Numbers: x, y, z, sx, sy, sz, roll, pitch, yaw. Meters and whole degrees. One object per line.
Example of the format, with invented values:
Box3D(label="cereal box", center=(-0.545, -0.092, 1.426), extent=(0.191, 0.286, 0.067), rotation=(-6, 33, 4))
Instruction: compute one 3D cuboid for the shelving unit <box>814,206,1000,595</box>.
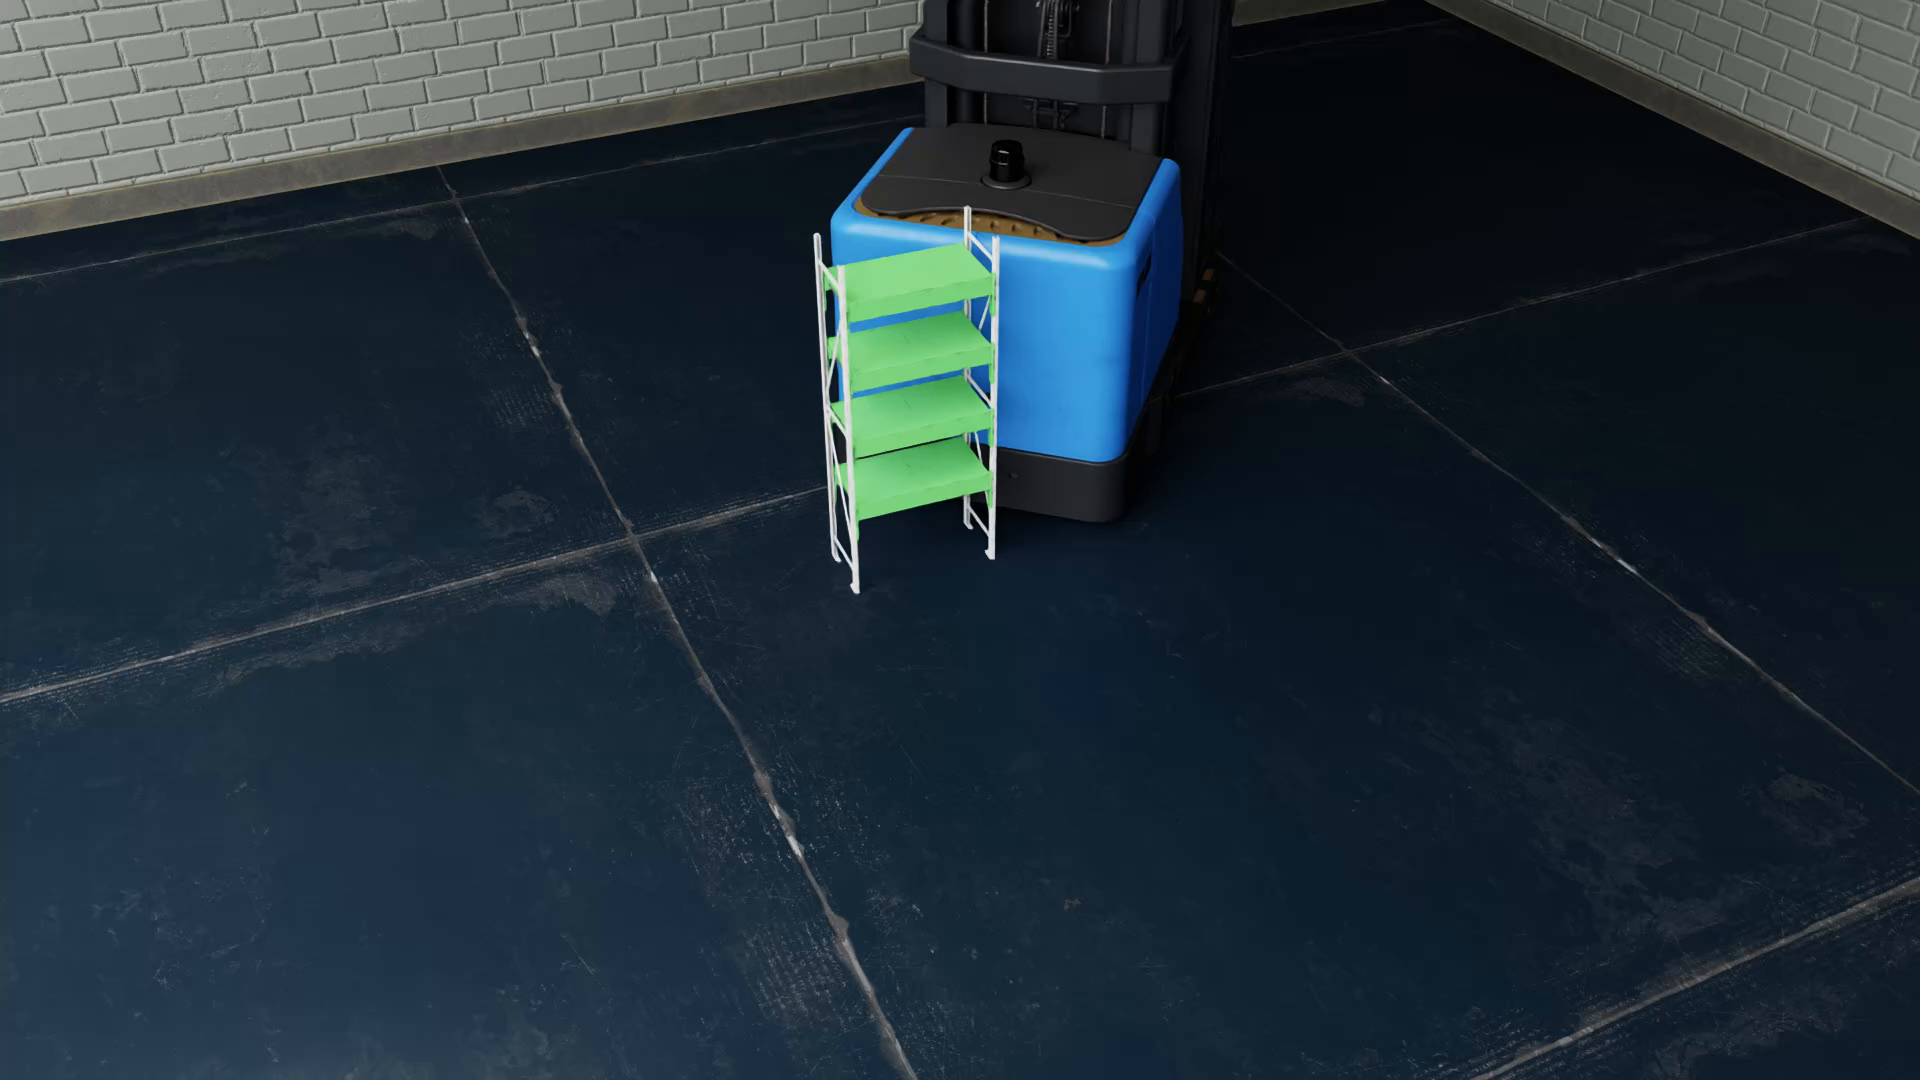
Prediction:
Box3D(label="shelving unit", center=(-0.160, -0.424, 5.315), extent=(0.503, 1.200, 0.258), rotation=(-14, 39, -18))

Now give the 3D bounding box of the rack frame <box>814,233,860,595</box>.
Box3D(label="rack frame", center=(-0.385, -0.368, 5.240), extent=(0.015, 1.200, 0.240), rotation=(-14, 39, -18))

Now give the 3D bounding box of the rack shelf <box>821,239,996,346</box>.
Box3D(label="rack shelf", center=(-0.160, -0.758, 5.067), extent=(0.480, 0.148, 0.258), rotation=(-14, 39, -18))

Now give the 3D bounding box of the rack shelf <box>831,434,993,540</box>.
Box3D(label="rack shelf", center=(-0.160, -0.180, 5.496), extent=(0.480, 0.148, 0.258), rotation=(-14, 39, -18))

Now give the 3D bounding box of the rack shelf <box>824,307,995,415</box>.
Box3D(label="rack shelf", center=(-0.160, -0.566, 5.210), extent=(0.480, 0.148, 0.258), rotation=(-14, 39, -18))

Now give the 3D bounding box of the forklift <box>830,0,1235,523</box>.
Box3D(label="forklift", center=(0.477, -2.116, 6.143), extent=(1.130, 2.935, 3.031), rotation=(10, 38, 13))

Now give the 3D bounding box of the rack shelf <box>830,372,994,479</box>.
Box3D(label="rack shelf", center=(-0.160, -0.373, 5.353), extent=(0.480, 0.148, 0.258), rotation=(-14, 39, -18))

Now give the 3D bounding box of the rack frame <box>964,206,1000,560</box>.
Box3D(label="rack frame", center=(0.066, -0.480, 5.390), extent=(0.015, 1.200, 0.240), rotation=(-14, 39, -18))
